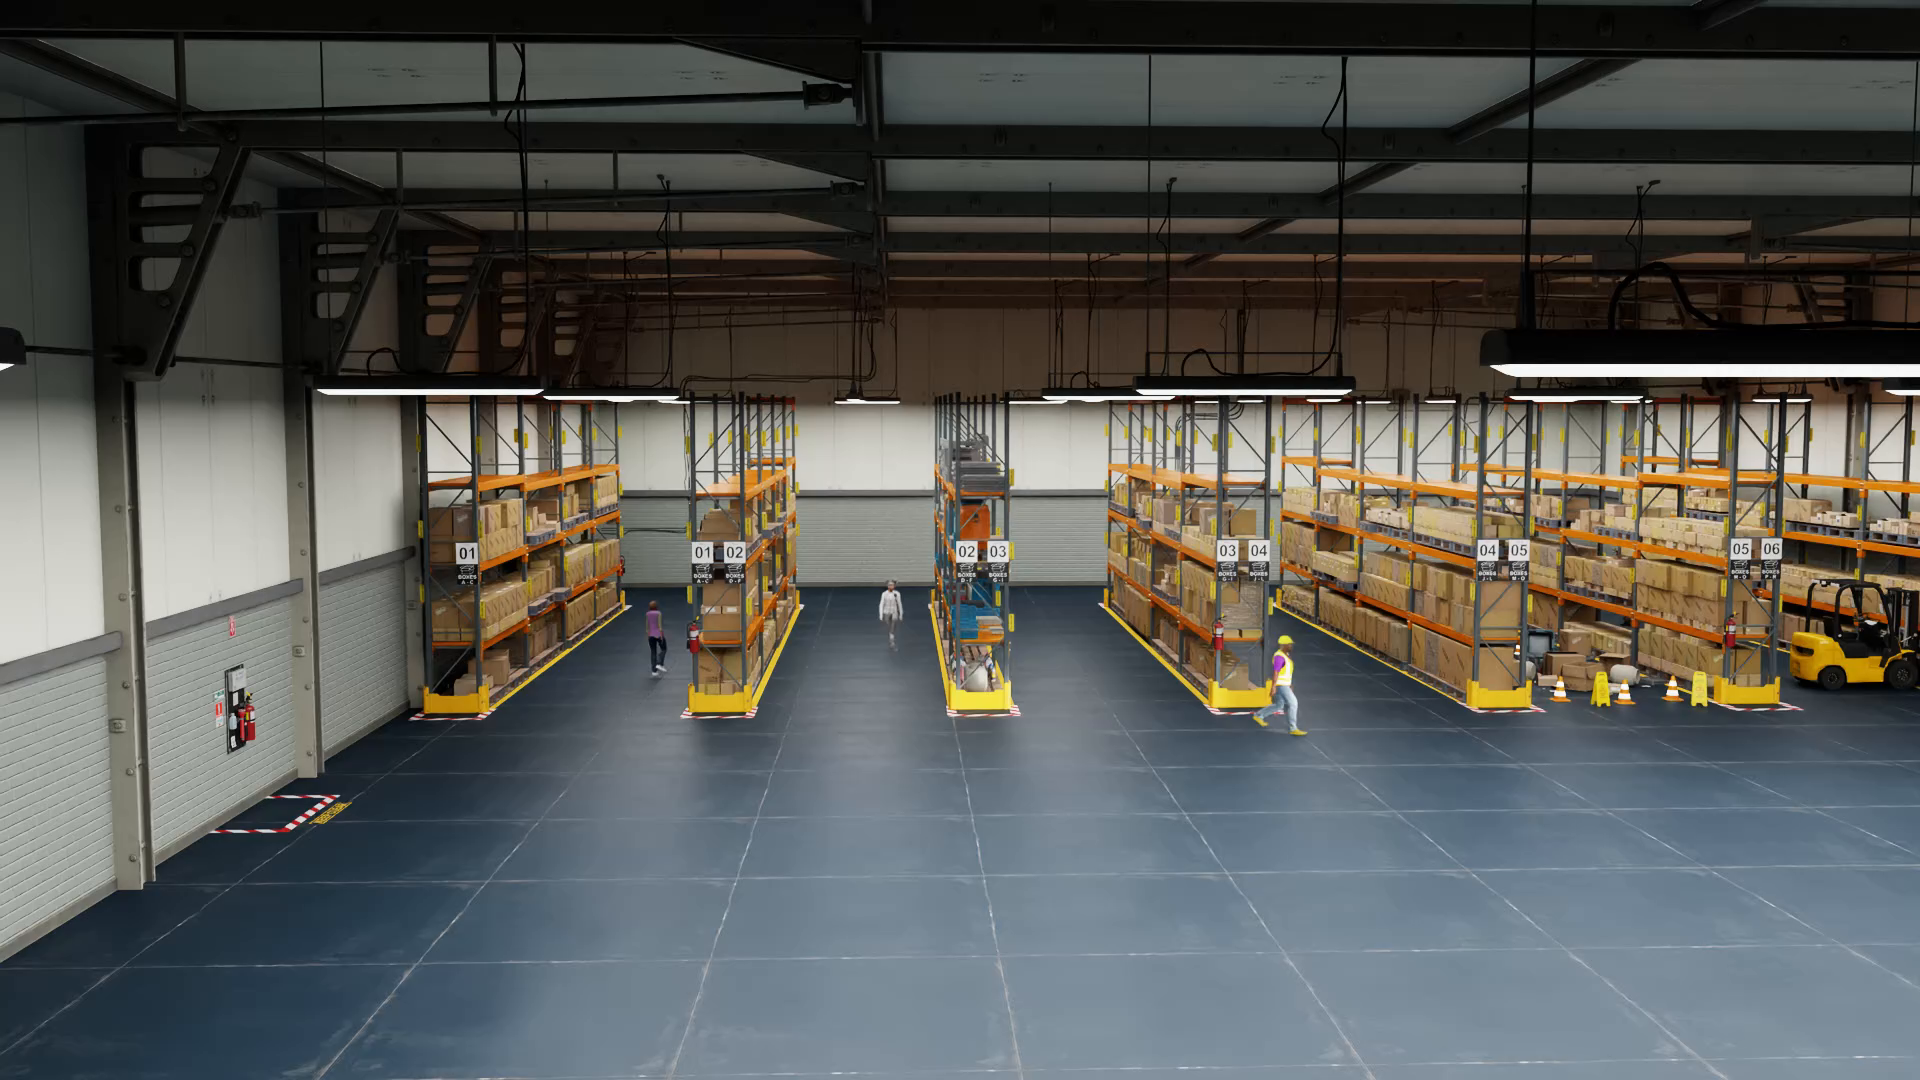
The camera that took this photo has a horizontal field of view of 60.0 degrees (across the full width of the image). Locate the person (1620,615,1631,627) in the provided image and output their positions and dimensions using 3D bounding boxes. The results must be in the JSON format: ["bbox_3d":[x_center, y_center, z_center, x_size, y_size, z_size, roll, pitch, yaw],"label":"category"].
[{"bbox_3d":[17.442,1.399,43.298,0.561,1.729,0.448,-3,5,-32],"label":"person"}]

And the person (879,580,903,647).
[{"bbox_3d":[-1.652,1.746,39.153,0.519,1.627,0.977,1,5,14],"label":"person"}]

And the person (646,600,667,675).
[{"bbox_3d":[-6.490,2.079,35.478,0.453,1.585,0.441,0,5,4],"label":"person"}]

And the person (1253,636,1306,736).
[{"bbox_3d":[5.624,2.529,29.226,0.994,1.711,0.560,2,5,19],"label":"person"}]
